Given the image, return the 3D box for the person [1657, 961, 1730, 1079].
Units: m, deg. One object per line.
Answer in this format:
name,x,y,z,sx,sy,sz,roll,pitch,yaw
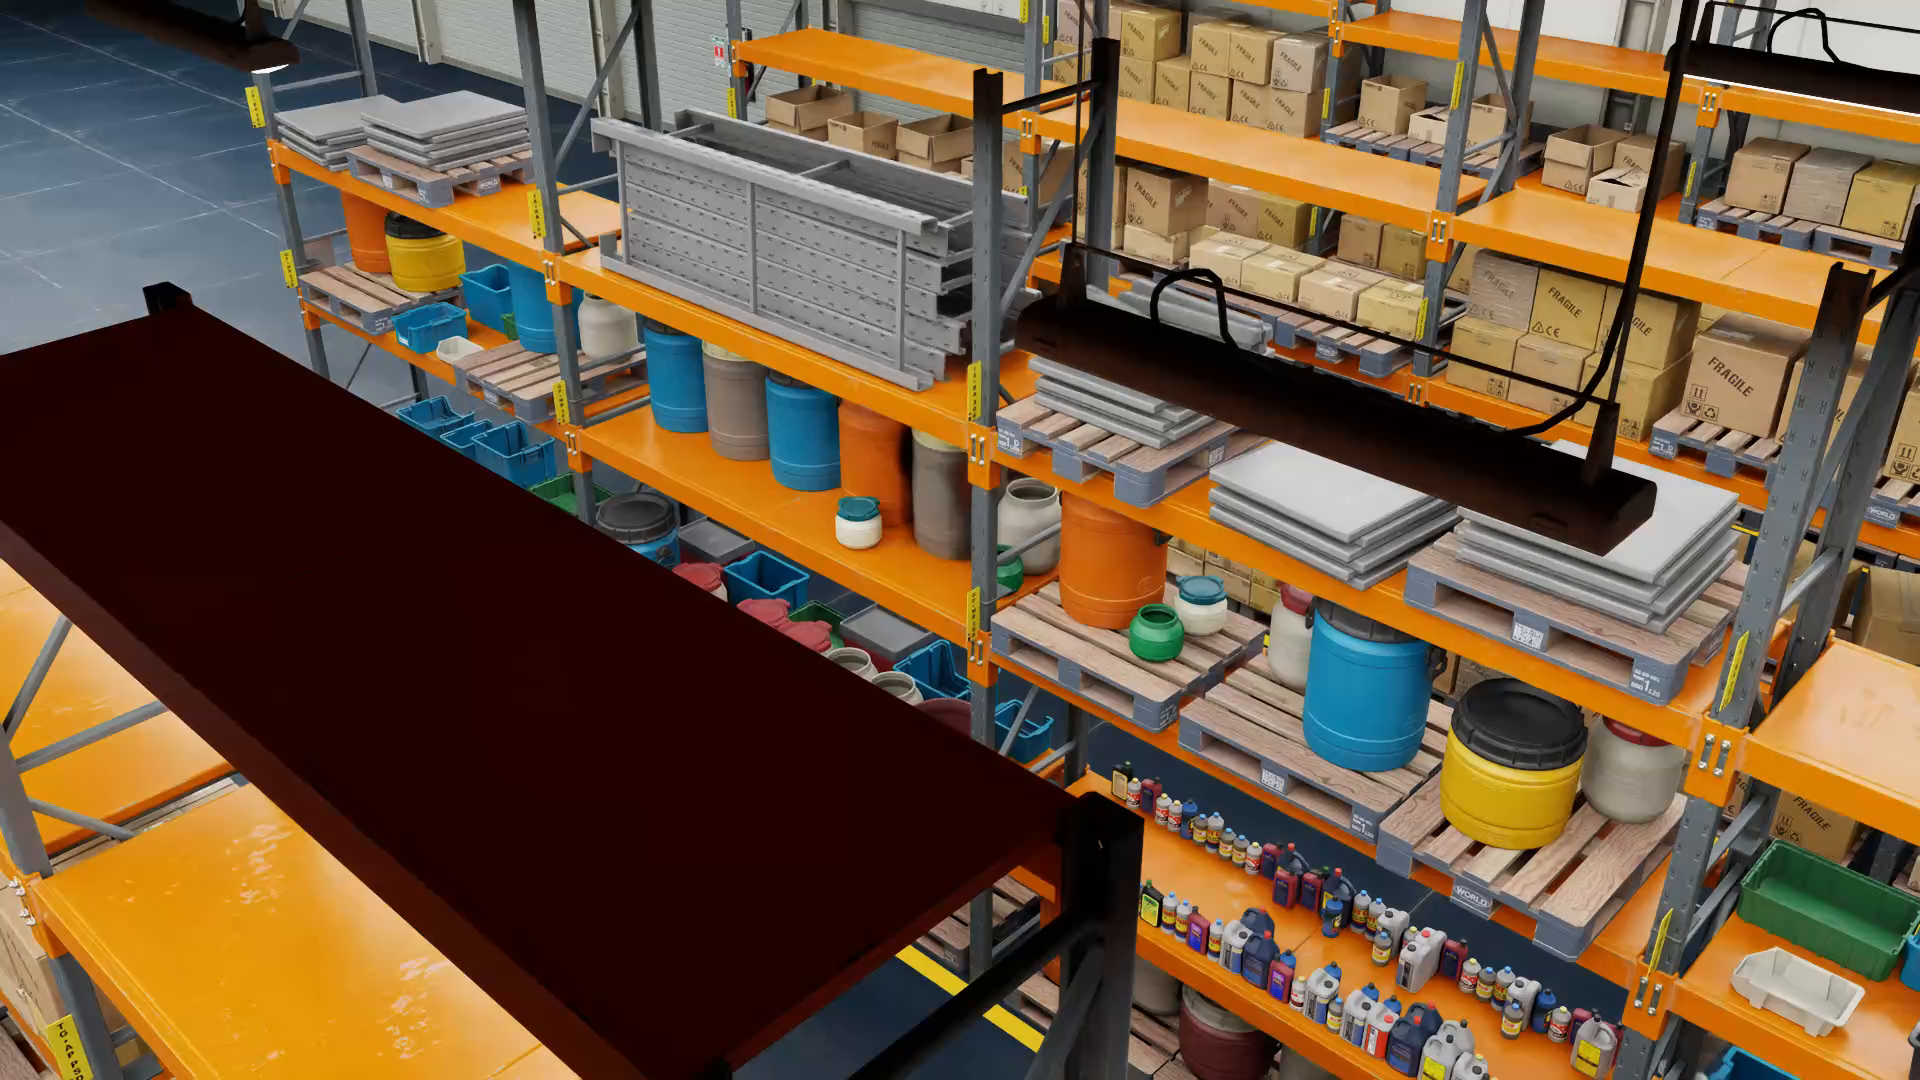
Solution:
person,4.425,2.780,9.621,0.559,1.612,0.807,-14,32,-23
